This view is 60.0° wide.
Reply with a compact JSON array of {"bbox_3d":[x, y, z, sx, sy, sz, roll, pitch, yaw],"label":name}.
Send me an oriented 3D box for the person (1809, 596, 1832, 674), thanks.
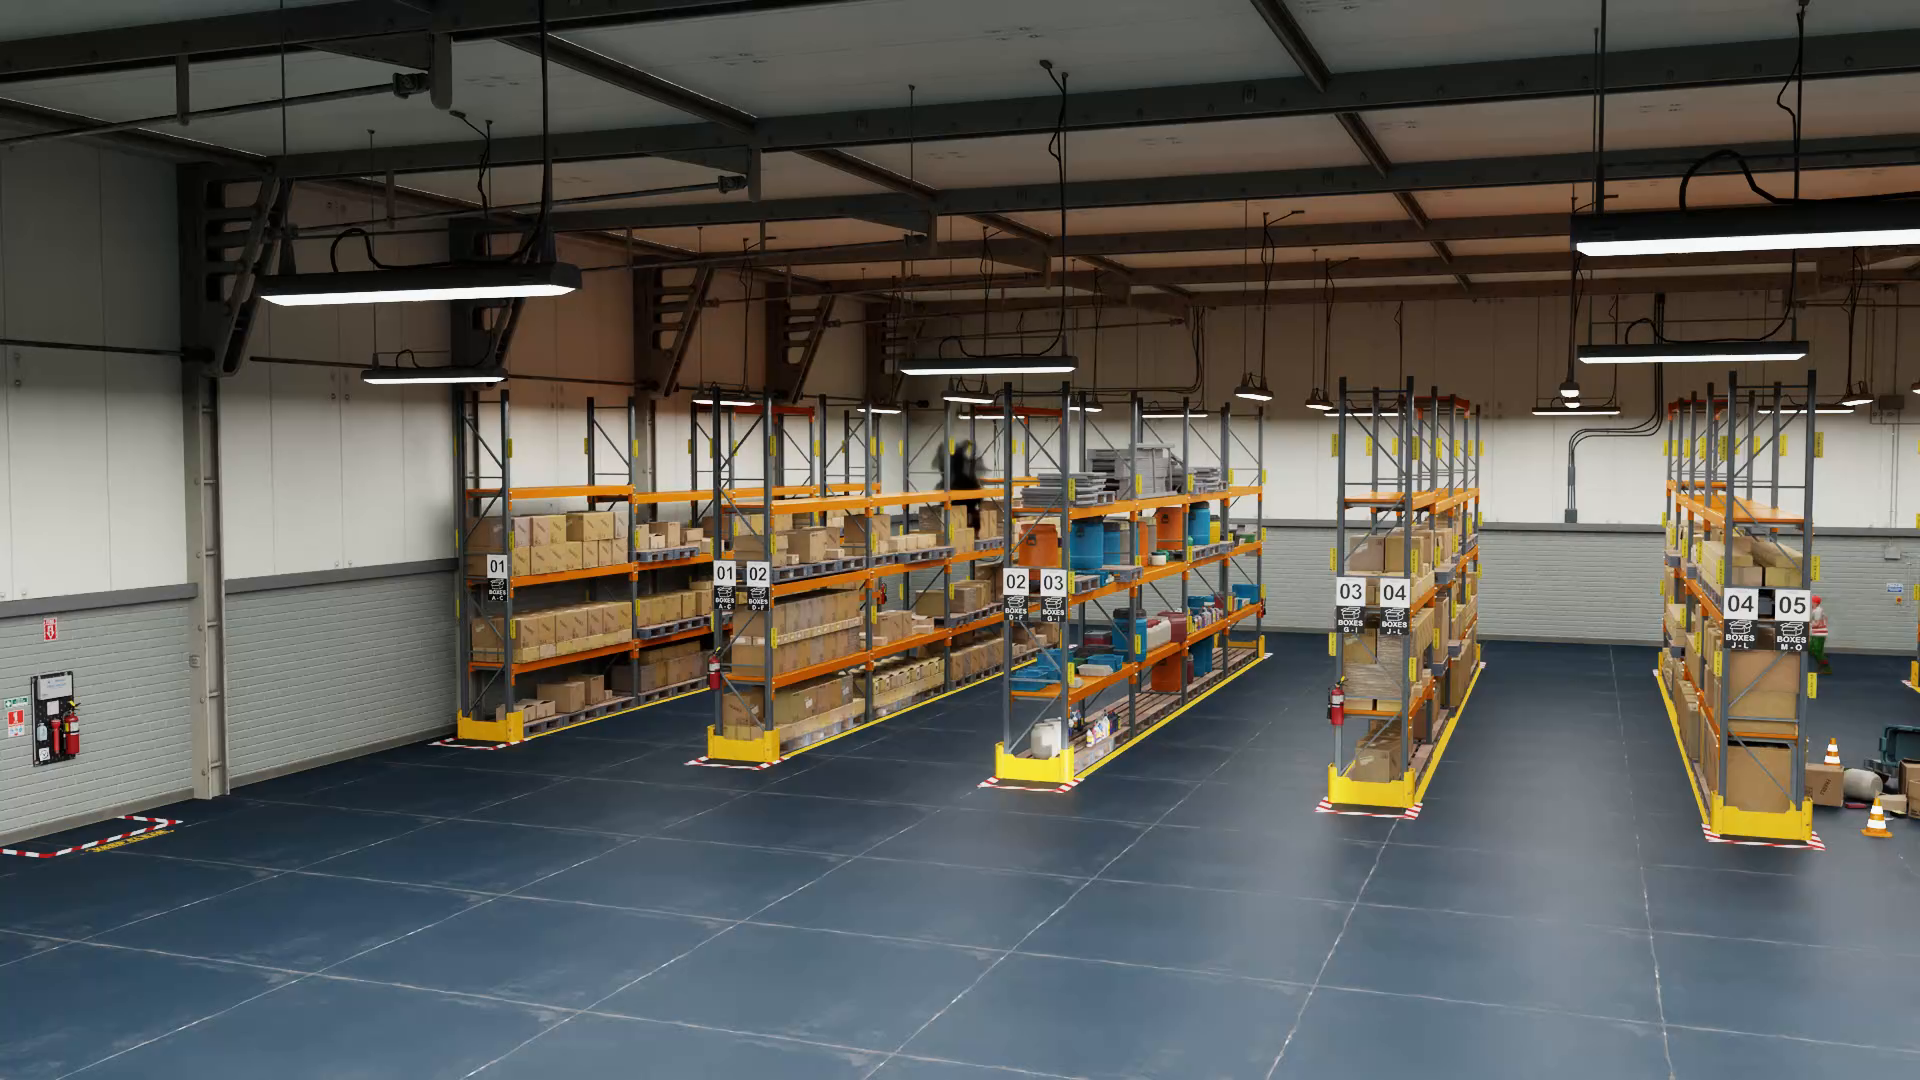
[{"bbox_3d":[18.998,2.106,36.890,0.672,1.732,0.683,2,4,26],"label":"person"}]
